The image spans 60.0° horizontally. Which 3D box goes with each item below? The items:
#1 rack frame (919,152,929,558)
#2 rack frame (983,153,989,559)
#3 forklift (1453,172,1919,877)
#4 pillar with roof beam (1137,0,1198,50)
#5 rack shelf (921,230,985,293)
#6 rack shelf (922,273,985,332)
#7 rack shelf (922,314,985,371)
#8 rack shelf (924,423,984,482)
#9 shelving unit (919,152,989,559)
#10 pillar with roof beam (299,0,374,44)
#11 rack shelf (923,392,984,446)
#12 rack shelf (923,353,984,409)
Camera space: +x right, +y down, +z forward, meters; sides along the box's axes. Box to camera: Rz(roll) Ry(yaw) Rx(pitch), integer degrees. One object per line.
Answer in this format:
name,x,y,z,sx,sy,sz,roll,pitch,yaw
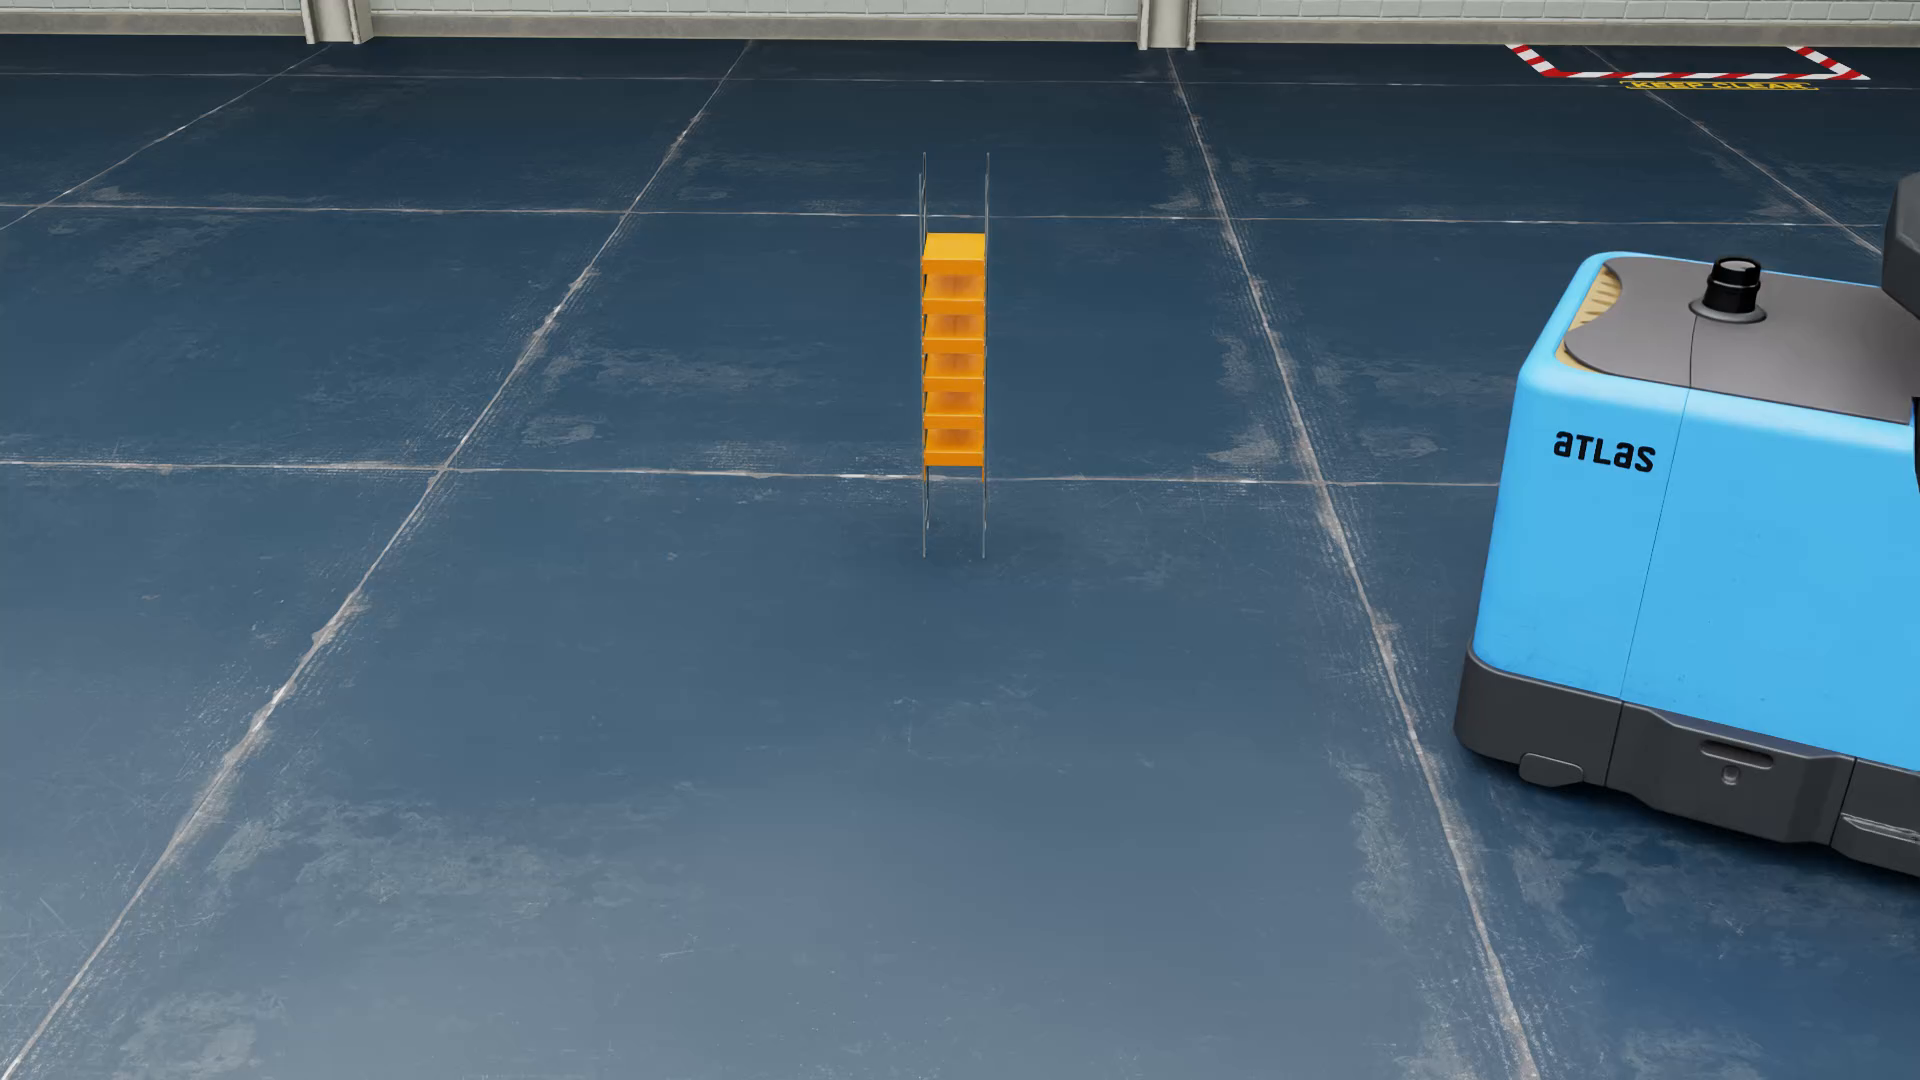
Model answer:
rack frame,-0.106,-0.532,4.972,0.006,1.200,0.240,1,28,2
rack frame,0.077,-0.529,4.967,0.006,1.200,0.240,1,28,2
forklift,2.792,-0.614,3.280,3.031,2.935,1.130,14,31,24
pillar with roof beam,1.326,-5.517,6.050,0.400,9.000,9.100,1,28,2
rack shelf,-0.014,-0.809,4.822,0.180,0.103,0.258,1,28,2
rack shelf,-0.014,-0.703,4.878,0.180,0.103,0.258,1,28,2
rack shelf,-0.014,-0.597,4.934,0.180,0.103,0.258,1,28,2
rack shelf,-0.014,-0.279,5.103,0.180,0.103,0.258,1,28,2
shelving unit,-0.014,-0.530,4.969,0.189,1.200,0.258,1,28,2
pillar with roof beam,-4.671,-5.616,6.237,0.400,9.000,9.100,1,28,2
rack shelf,-0.014,-0.385,5.046,0.180,0.103,0.258,1,28,2
rack shelf,-0.014,-0.491,4.990,0.180,0.103,0.258,1,28,2
